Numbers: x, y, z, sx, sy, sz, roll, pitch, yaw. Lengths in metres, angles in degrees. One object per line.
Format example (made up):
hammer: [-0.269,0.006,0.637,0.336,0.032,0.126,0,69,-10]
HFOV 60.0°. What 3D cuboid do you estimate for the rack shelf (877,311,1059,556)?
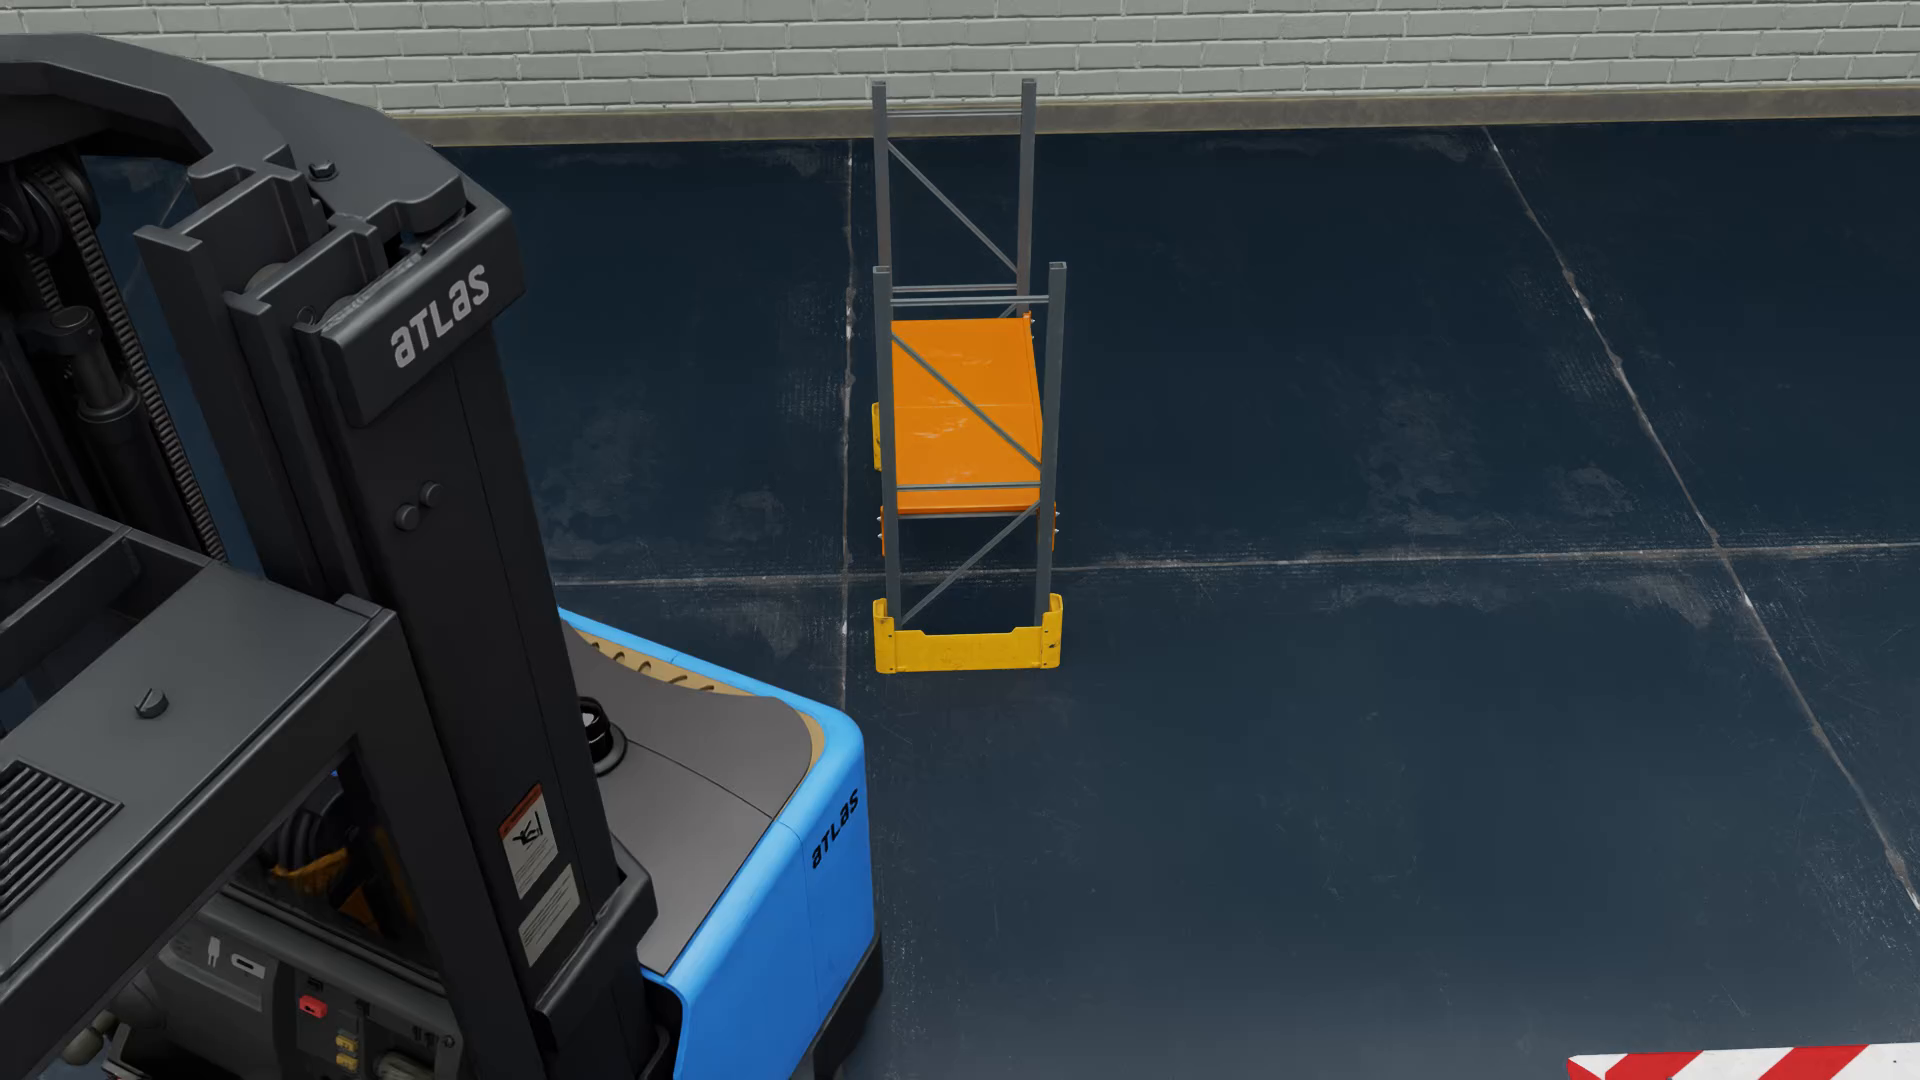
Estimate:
rack shelf: [0.004,-0.363,5.302,0.538,0.185,1.000,-2,43,-2]

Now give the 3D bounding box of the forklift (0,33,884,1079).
forklift: [-1.289,0.872,2.630,1.130,2.935,3.031,18,45,18]

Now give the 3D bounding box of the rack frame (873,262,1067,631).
rack frame: [0.025,-0.152,4.806,0.500,1.500,0.032,-2,43,-2]

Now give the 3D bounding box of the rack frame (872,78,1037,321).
rack frame: [-0.018,-0.838,5.555,0.500,1.500,0.032,-2,43,-2]

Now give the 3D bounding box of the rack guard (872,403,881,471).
rack guard: [-0.018,-0.377,5.976,0.587,0.250,0.087,-2,43,-2]

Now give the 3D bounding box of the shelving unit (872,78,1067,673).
shelving unit: [0.003,-0.501,5.187,0.587,1.500,1.083,-2,43,-2]

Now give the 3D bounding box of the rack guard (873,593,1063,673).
rack guard: [0.024,0.296,5.243,0.587,0.250,0.087,-2,43,-2]
